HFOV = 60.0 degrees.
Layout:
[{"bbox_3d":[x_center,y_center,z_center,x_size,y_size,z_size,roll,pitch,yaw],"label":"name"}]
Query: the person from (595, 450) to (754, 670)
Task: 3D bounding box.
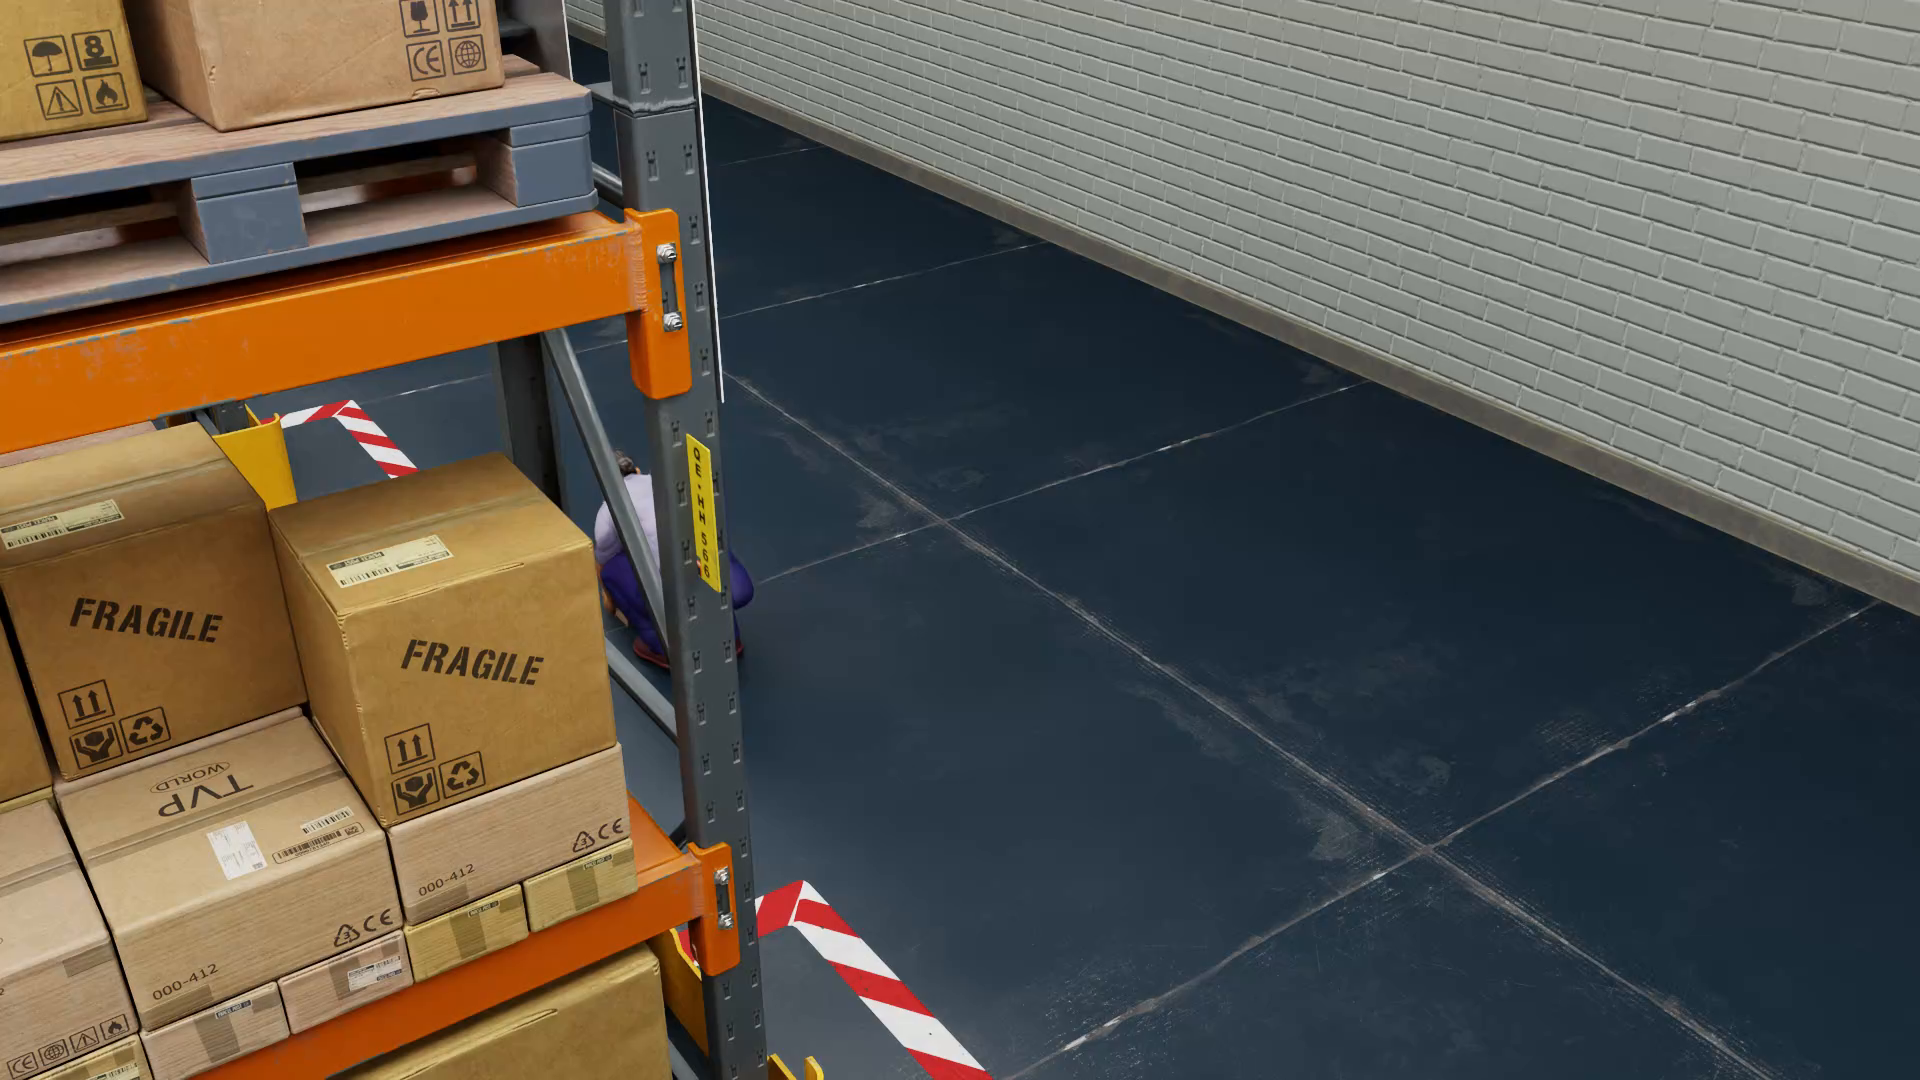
[{"bbox_3d":[-1.208,0.099,6.894,0.515,0.788,0.823,-19,34,-30],"label":"person"}]
